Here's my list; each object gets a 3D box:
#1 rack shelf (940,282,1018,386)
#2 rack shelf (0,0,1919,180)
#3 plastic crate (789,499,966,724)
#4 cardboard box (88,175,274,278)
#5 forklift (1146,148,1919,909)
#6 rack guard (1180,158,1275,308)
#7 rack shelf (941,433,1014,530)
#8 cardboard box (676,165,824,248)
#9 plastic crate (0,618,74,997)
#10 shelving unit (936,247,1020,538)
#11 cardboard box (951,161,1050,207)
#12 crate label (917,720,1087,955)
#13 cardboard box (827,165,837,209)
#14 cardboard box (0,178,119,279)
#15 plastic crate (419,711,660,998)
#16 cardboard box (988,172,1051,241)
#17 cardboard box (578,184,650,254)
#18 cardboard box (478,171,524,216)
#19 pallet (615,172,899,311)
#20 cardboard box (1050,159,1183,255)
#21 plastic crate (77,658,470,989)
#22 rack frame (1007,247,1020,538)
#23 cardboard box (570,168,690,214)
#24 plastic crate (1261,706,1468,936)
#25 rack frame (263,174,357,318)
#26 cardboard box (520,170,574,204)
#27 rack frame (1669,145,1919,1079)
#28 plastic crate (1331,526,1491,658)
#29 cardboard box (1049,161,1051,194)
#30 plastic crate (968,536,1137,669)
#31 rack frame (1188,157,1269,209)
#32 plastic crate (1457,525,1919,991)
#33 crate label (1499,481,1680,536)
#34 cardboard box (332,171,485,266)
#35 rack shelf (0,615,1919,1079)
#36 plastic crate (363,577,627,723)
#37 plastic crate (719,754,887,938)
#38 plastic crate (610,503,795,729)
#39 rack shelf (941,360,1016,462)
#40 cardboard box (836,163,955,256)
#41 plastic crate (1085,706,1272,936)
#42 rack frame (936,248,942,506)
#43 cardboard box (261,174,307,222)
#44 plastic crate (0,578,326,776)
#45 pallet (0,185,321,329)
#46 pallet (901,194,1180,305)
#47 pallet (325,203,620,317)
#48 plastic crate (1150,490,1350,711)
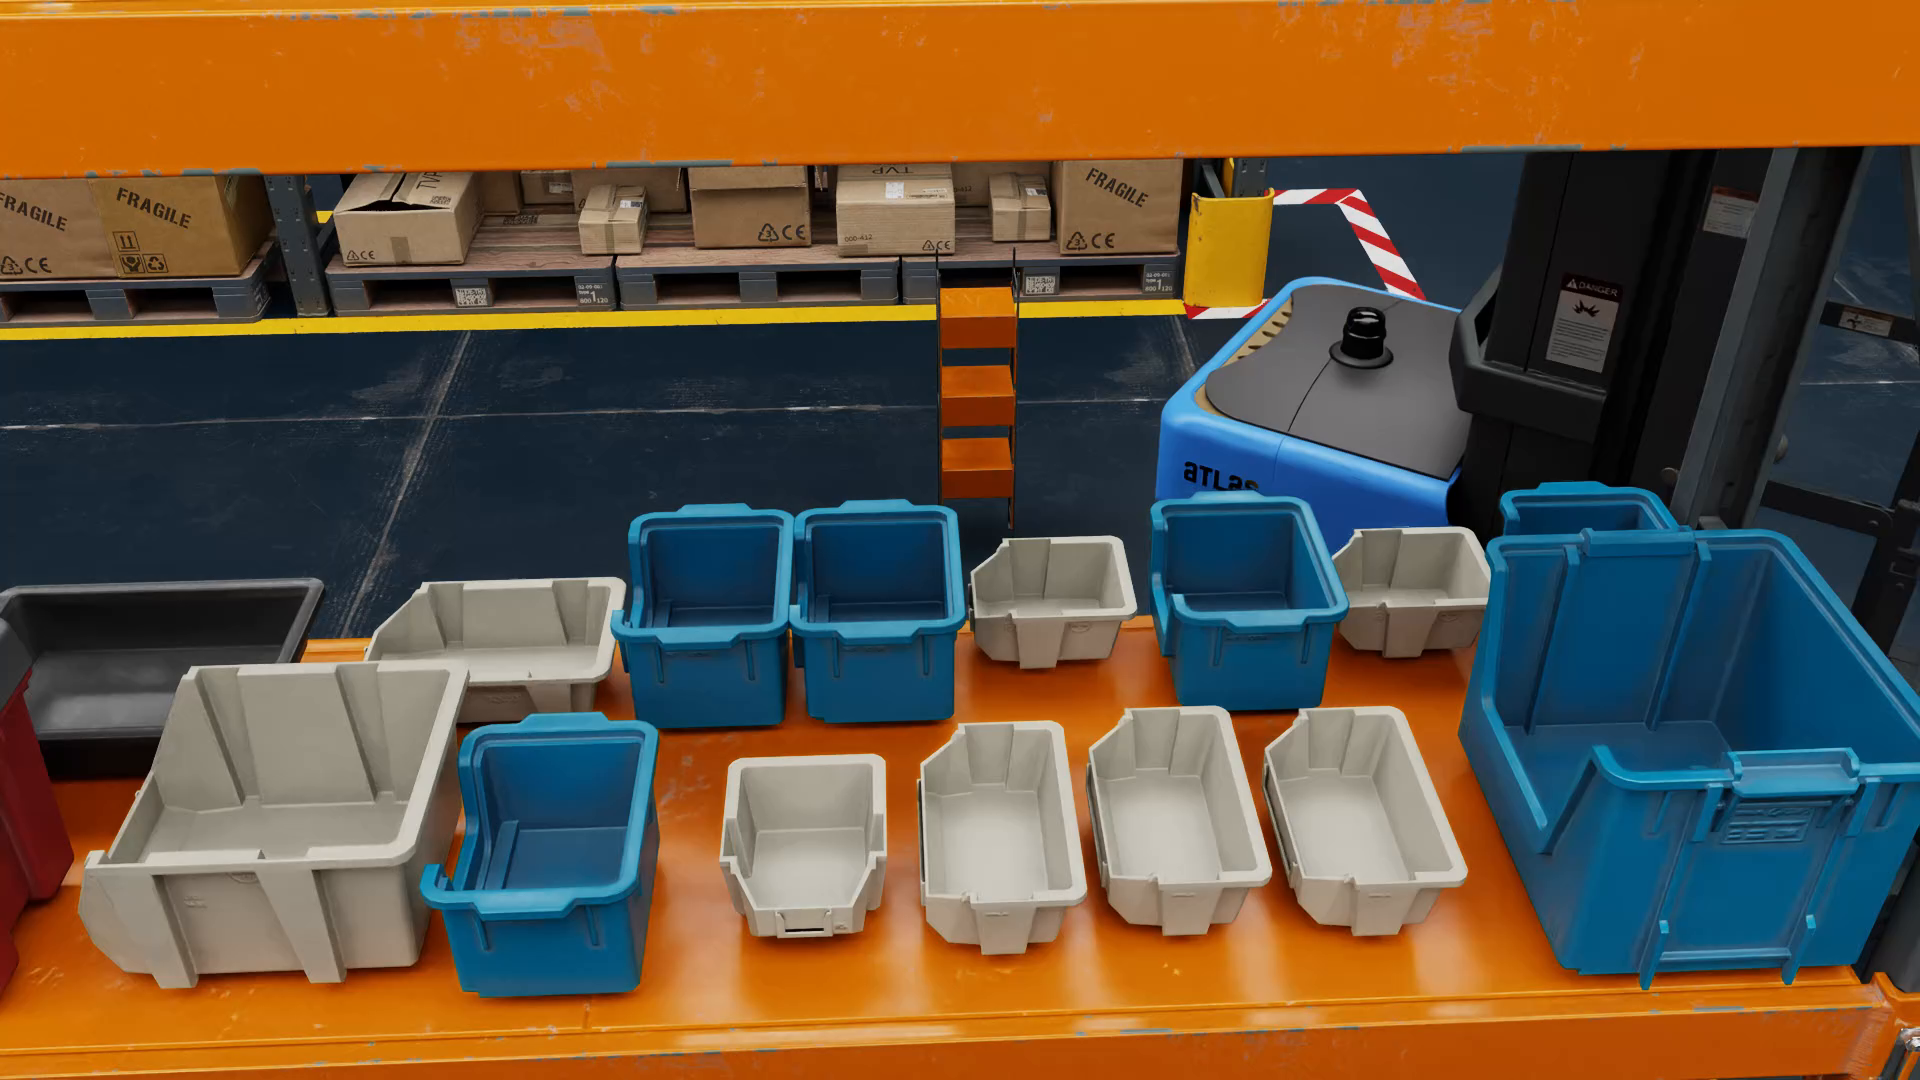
[{"bbox_3d":[0.053,-0.658,5.298,0.240,0.259,0.215,-2,35,-2],"label":"rack shelf"},{"bbox_3d":[-0.568,-0.644,2.041,4.000,0.370,1.077,-2,35,-2],"label":"rack shelf"},{"bbox_3d":[-0.147,0.139,3.008,0.300,0.233,0.416,-2,35,-2],"label":"plastic crate"},{"bbox_3d":[-3.276,-1.445,7.013,0.500,0.500,0.500,-2,35,-2],"label":"cardboard box"},{"bbox_3d":[2.046,-0.470,3.853,3.031,2.935,1.130,19,39,25],"label":"forklift"},{"bbox_3d":[1.123,-1.546,7.545,0.348,0.500,1.175,-2,35,-2],"label":"rack guard"},{"bbox_3d":[0.053,-0.196,5.618,0.240,0.259,0.215,-2,35,-2],"label":"rack shelf"},{"bbox_3d":[-0.920,-1.677,7.344,0.637,0.503,0.797,-2,35,-2],"label":"cardboard box"},{"bbox_3d":[-1.662,0.415,2.406,0.583,0.464,0.402,-2,35,-2],"label":"plastic crate"},{"bbox_3d":[0.053,-0.433,5.453,0.252,1.050,0.215,-2,35,-2],"label":"shelving unit"},{"bbox_3d":[0.143,-1.760,7.687,0.500,0.250,0.500,-2,35,-2],"label":"cardboard box"},{"bbox_3d":[0.057,0.469,2.615,0.243,0.136,0.396,-2,35,-2],"label":"crate label"},{"bbox_3d":[-0.356,-1.746,7.667,0.500,0.250,0.500,-2,35,-2],"label":"cardboard box"},{"bbox_3d":[-3.770,-1.437,7.000,0.500,0.500,0.500,-1,35,-2],"label":"cardboard box"},{"bbox_3d":[-0.609,0.485,2.508,0.300,0.233,0.416,-2,35,-2],"label":"plastic crate"},{"bbox_3d":[0.259,-1.478,7.353,0.250,0.166,0.380,-2,35,-2],"label":"cardboard box"},{"bbox_3d":[-1.503,-1.402,7.243,0.250,0.166,0.380,-2,35,-2],"label":"cardboard box"},{"bbox_3d":[-2.241,-1.798,7.522,0.500,0.500,0.500,-2,35,-2],"label":"cardboard box"},{"bbox_3d":[-0.889,-1.374,7.551,1.213,0.211,1.003,-2,35,-2],"label":"pallet"},{"bbox_3d":[0.668,-1.575,7.200,0.500,0.500,0.500,-2,35,-2],"label":"cardboard box"},{"bbox_3d":[-1.031,0.435,2.537,0.530,0.282,0.437,-2,35,-2],"label":"plastic crate"},{"bbox_3d":[0.175,-0.436,5.458,0.008,1.050,0.200,-2,35,-2],"label":"rack frame"},{"bbox_3d":[-1.491,-1.741,7.605,0.500,0.311,0.500,-2,35,-2],"label":"cardboard box"},{"bbox_3d":[0.624,0.448,2.646,0.243,0.136,0.396,-2,35,-2],"label":"plastic crate"},{"bbox_3d":[-2.796,-2.469,6.681,0.127,3.000,1.000,-2,35,-2],"label":"rack frame"},{"bbox_3d":[-1.869,-1.698,7.686,0.250,0.149,0.380,-2,35,-2],"label":"cardboard box"},{"bbox_3d":[1.430,0.239,2.768,0.127,3.000,1.000,-2,35,-2],"label":"rack frame"},{"bbox_3d":[0.844,0.104,3.142,0.298,0.136,0.250,-2,35,-2],"label":"plastic crate"},{"bbox_3d":[0.515,-1.770,7.774,0.250,0.166,0.380,-2,35,-2],"label":"cardboard box"},{"bbox_3d":[0.166,0.123,3.116,0.298,0.136,0.250,-2,35,-2],"label":"plastic crate"},{"bbox_3d":[1.199,-2.576,6.837,0.127,3.000,1.000,-2,35,-2],"label":"rack frame"},{"bbox_3d":[1.104,0.315,2.575,0.499,0.435,0.616,-2,35,-2],"label":"plastic crate"},{"bbox_3d":[1.168,0.103,3.060,0.303,0.233,0.416,-2,35,-2],"label":"crate label"},{"bbox_3d":[-2.367,-1.432,7.160,0.500,0.311,0.500,-2,35,-2],"label":"cardboard box"},{"bbox_3d":[-0.568,0.589,2.895,4.000,0.370,1.077,-2,35,-2],"label":"rack shelf"},{"bbox_3d":[-0.840,0.213,2.985,0.466,0.136,0.293,-2,35,-2],"label":"plastic crate"},{"bbox_3d":[-0.238,0.488,2.589,0.250,0.136,0.298,-2,35,-2],"label":"plastic crate"},{"bbox_3d":[-0.447,0.147,2.997,0.300,0.233,0.416,-2,35,-2],"label":"plastic crate"},{"bbox_3d":[0.053,-0.424,5.459,0.240,0.259,0.215,-2,35,-2],"label":"rack shelf"},{"bbox_3d":[-0.283,-1.463,7.258,0.500,0.250,0.500,-2,35,-2],"label":"cardboard box"},{"bbox_3d":[0.334,0.448,2.646,0.243,0.136,0.396,-2,35,-2],"label":"plastic crate"},{"bbox_3d":[-0.068,-0.430,5.449,0.008,1.050,0.200,-2,35,-2],"label":"rack frame"},{"bbox_3d":[-3.291,-1.747,7.449,0.500,0.500,0.500,-3,35,-4],"label":"cardboard box"},{"bbox_3d":[-1.460,0.253,2.938,0.590,0.125,0.437,-2,35,-2],"label":"plastic crate"},{"bbox_3d":[-3.607,-1.278,7.412,1.213,0.211,1.003,-2,35,-2],"label":"pallet"},{"bbox_3d":[0.327,-1.406,7.596,1.213,0.211,1.003,-2,35,-2],"label":"pallet"},{"bbox_3d":[-2.110,-1.340,7.501,1.213,0.211,1.003,-2,35,-2],"label":"pallet"},{"bbox_3d":[0.510,0.121,3.034,0.300,0.233,0.416,-2,35,-2],"label":"plastic crate"}]
